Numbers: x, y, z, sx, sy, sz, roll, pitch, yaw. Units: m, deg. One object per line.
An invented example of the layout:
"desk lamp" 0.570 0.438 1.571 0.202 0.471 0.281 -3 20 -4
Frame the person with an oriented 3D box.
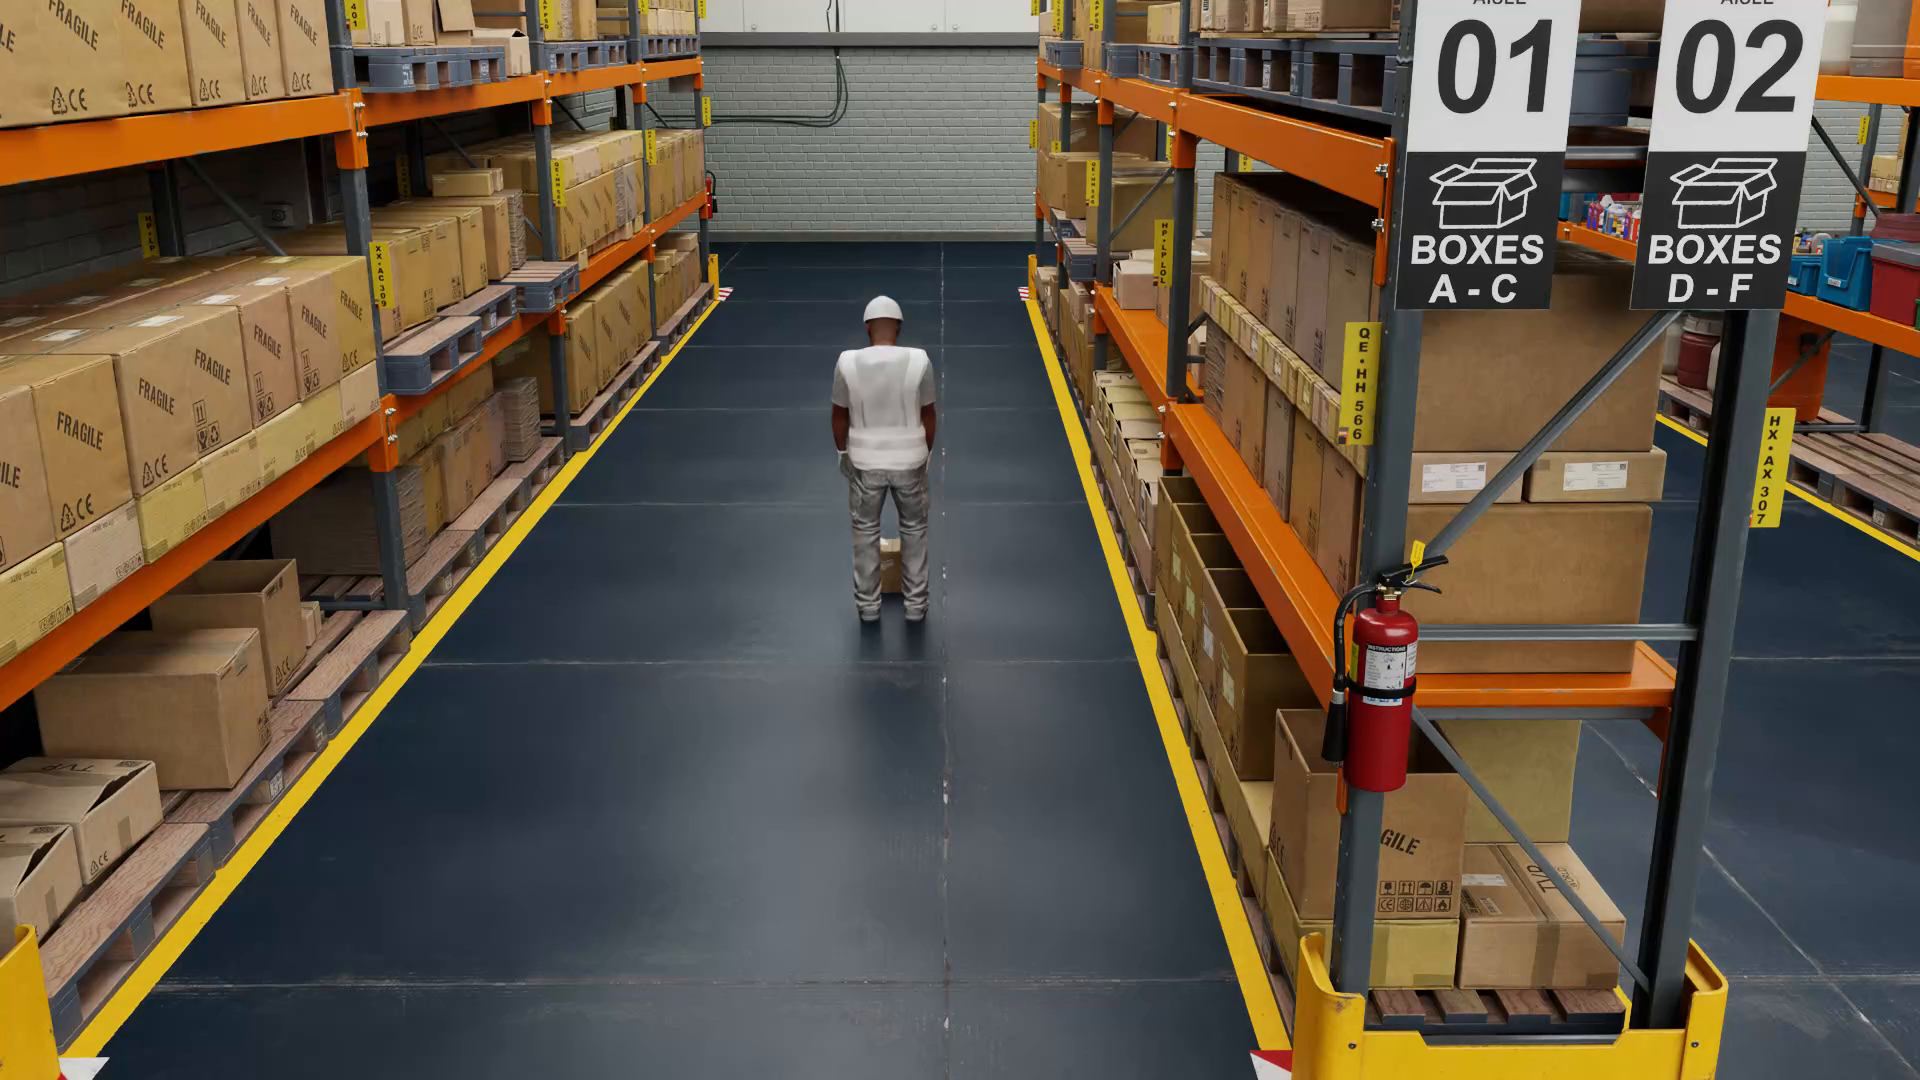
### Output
"person" -0.407 -0.429 8.969 0.563 1.754 0.414 0 17 0
